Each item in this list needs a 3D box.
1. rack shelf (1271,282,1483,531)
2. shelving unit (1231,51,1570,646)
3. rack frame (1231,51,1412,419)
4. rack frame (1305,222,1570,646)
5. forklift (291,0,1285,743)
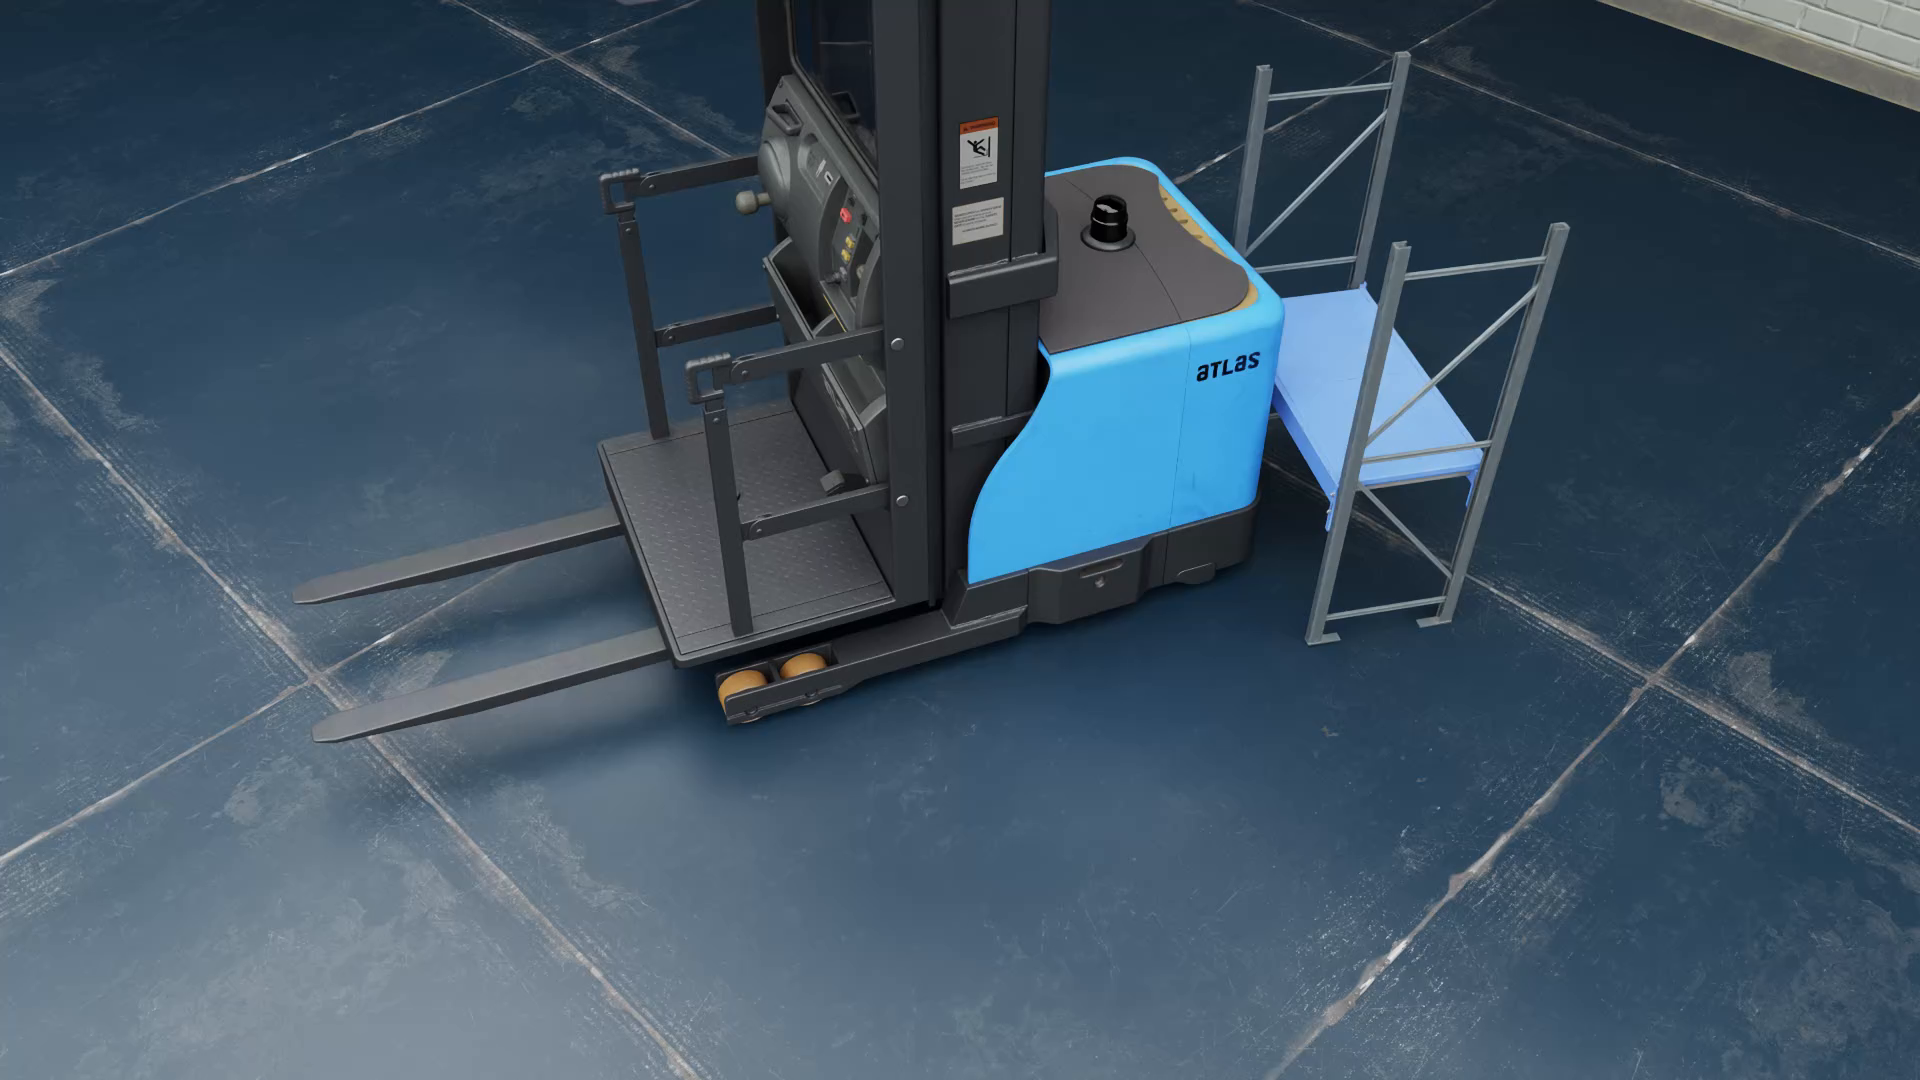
[{"bbox_3d":[1.258,-0.459,5.402,0.538,0.185,1.000,-8,43,-10],"label":"rack shelf"},{"bbox_3d":[1.261,-0.592,5.280,0.538,1.500,1.048,-8,43,-10],"label":"shelving unit"},{"bbox_3d":[1.147,-0.928,5.644,0.500,1.500,0.032,-8,43,-10],"label":"rack frame"},{"bbox_3d":[1.374,-0.255,4.916,0.500,1.500,0.032,-8,43,-10],"label":"rack frame"},{"bbox_3d":[-0.581,-0.920,4.586,3.031,2.935,1.130,-15,45,-16],"label":"forklift"}]
